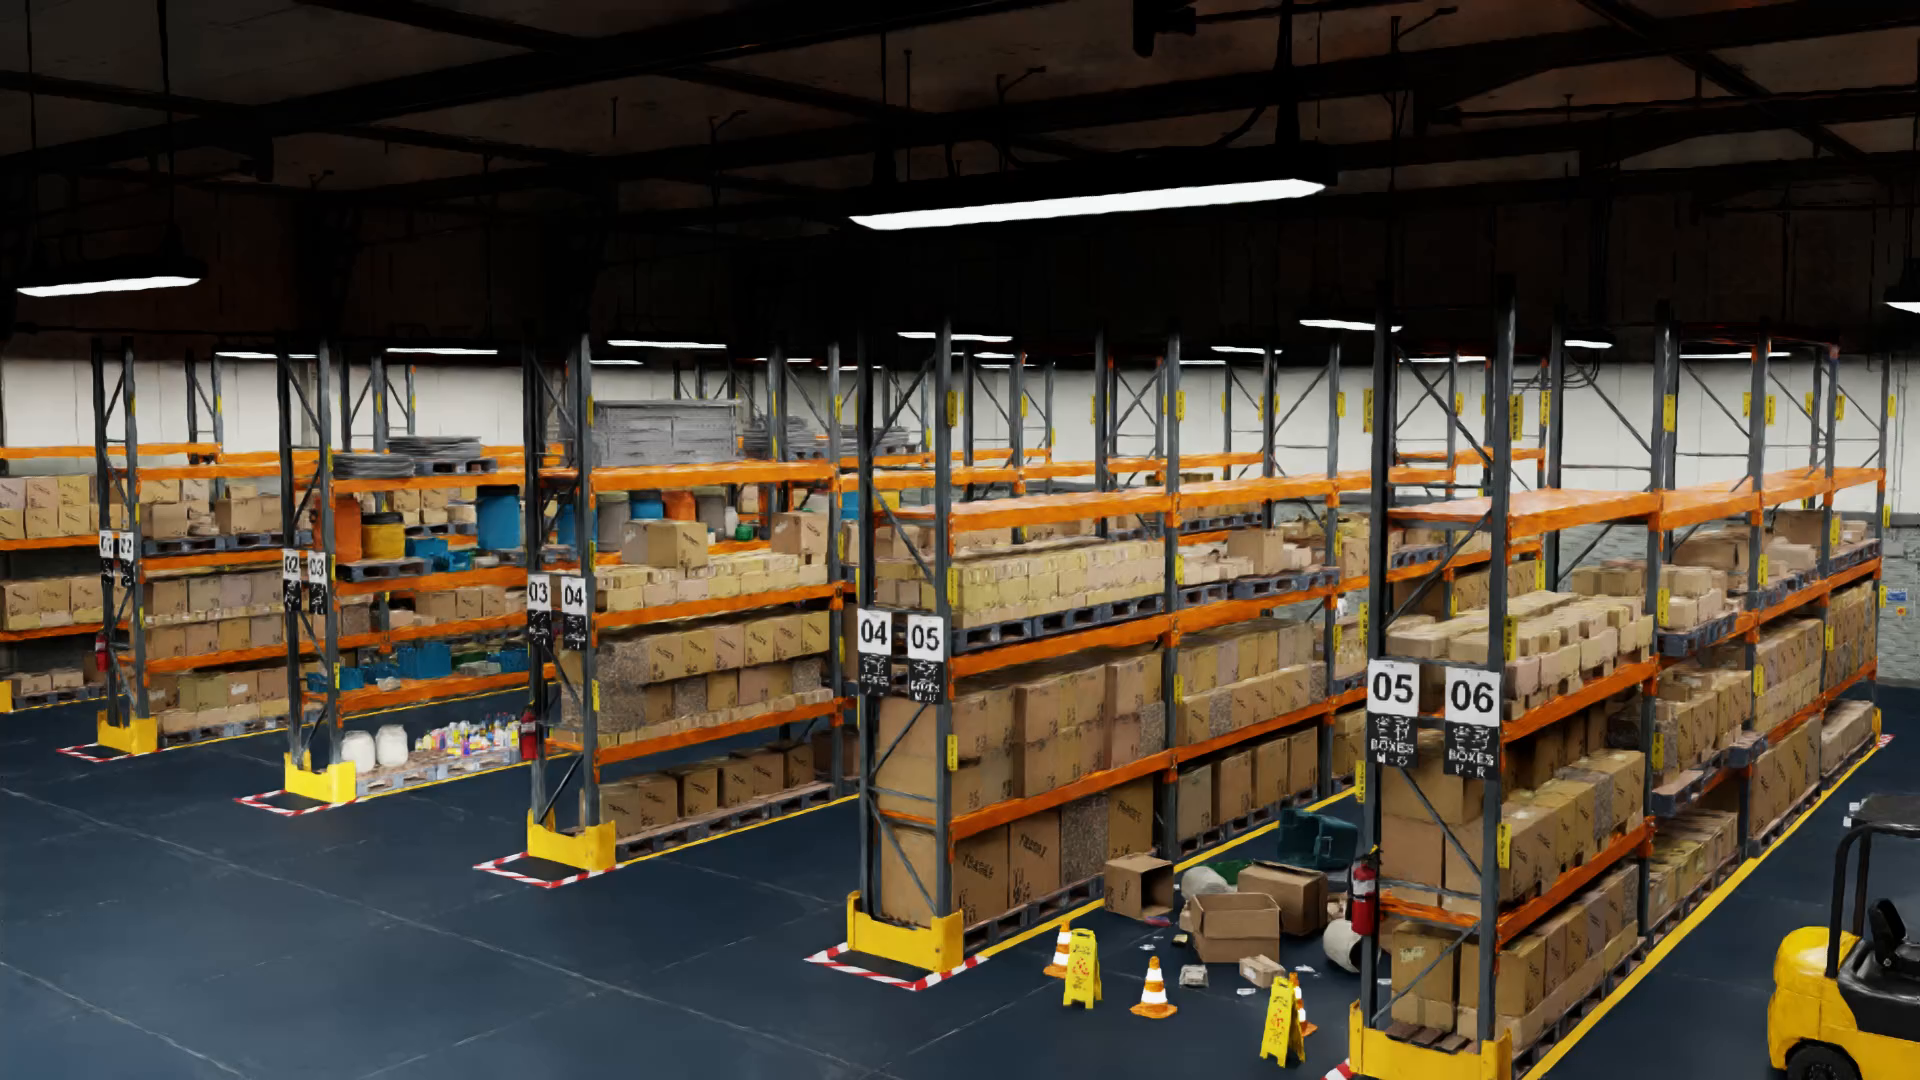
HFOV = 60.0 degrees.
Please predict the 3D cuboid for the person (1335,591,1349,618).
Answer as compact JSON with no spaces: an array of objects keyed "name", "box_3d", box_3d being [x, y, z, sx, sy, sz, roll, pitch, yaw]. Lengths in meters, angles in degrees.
[{"name":"person","box_3d":[7.001,1.672,30.612,0.525,1.665,0.587,2,5,24]}]
